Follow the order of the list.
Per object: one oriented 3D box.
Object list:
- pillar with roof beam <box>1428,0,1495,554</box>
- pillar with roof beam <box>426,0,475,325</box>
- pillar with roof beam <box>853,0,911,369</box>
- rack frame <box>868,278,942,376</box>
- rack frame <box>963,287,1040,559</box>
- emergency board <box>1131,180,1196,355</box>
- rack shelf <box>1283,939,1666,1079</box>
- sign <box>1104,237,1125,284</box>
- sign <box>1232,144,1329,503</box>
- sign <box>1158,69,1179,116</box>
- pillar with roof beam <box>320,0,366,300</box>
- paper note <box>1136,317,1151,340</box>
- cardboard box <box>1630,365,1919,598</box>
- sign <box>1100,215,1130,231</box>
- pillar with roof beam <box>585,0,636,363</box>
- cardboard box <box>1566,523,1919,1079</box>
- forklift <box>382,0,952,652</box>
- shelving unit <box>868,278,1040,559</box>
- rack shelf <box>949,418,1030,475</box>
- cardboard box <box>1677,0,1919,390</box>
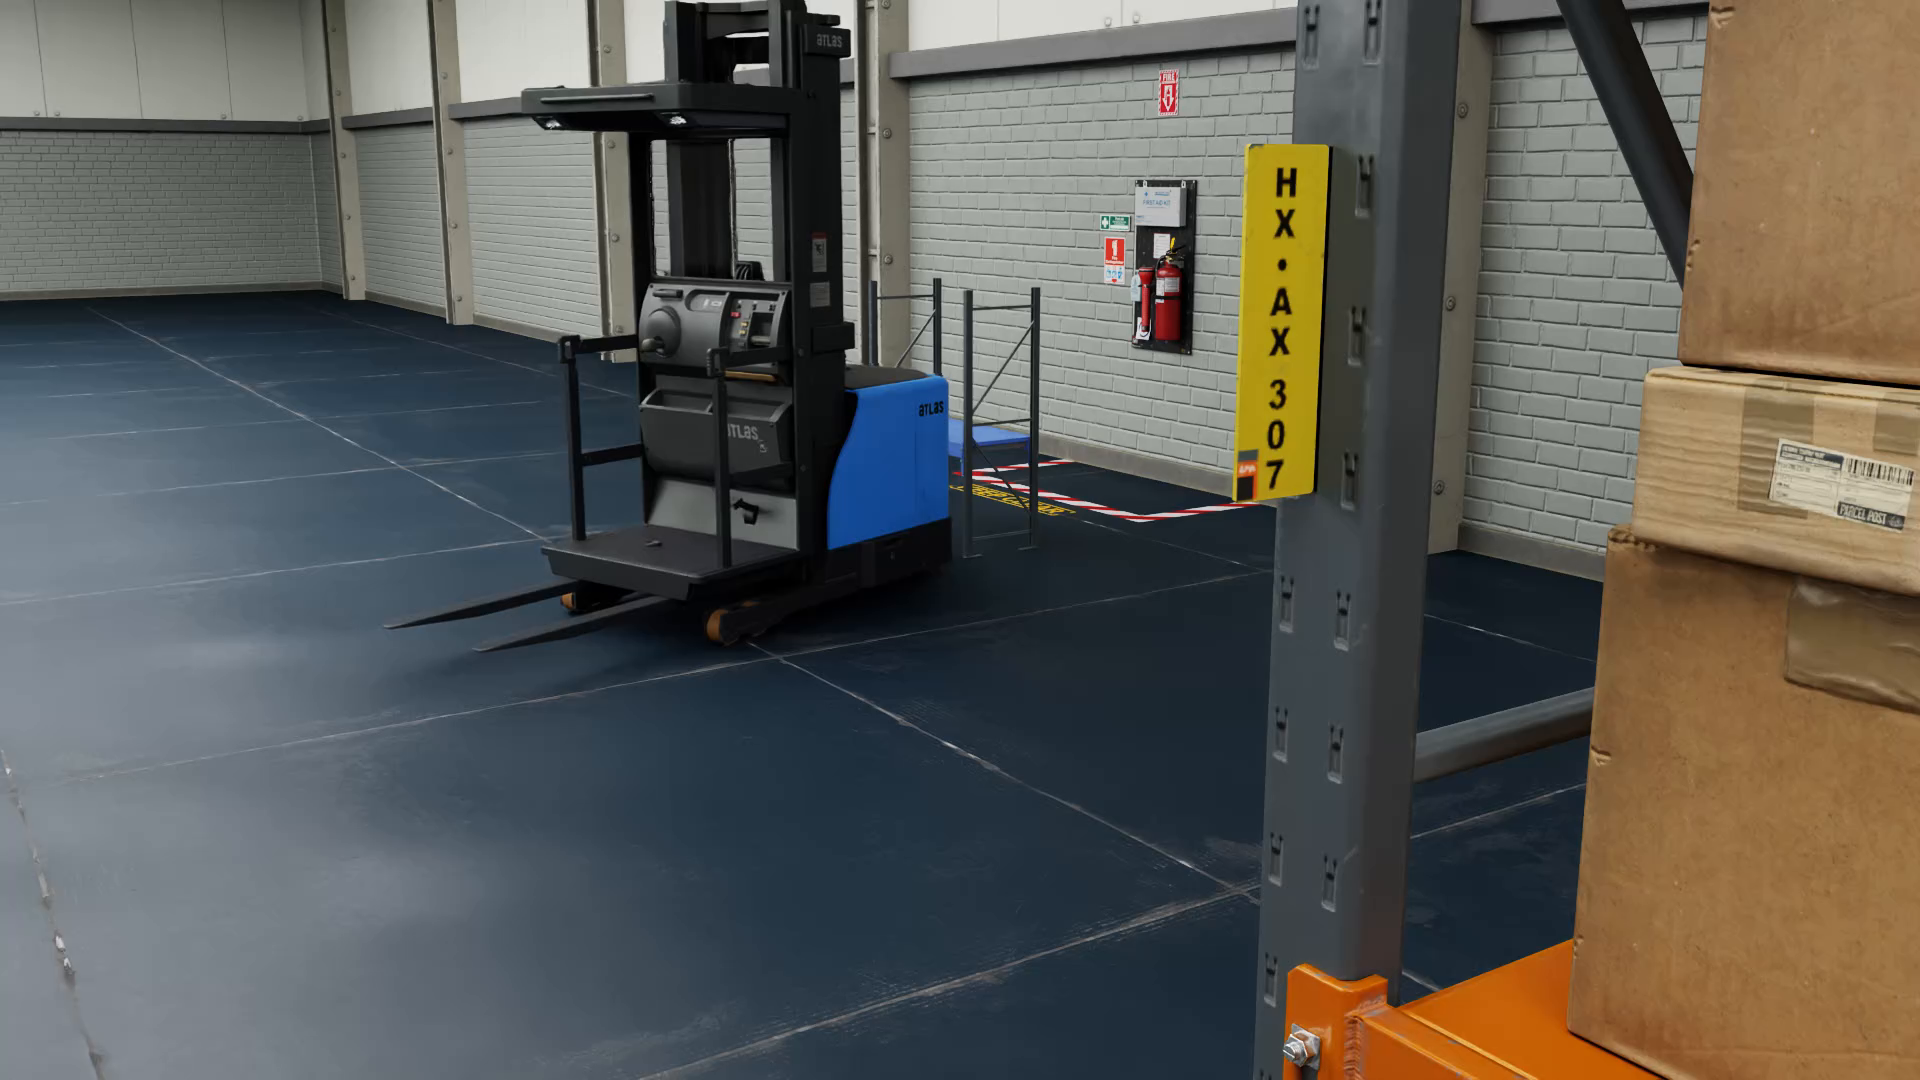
[{"bbox_3d":[-0.917,-3.855,6.426,9.100,9.000,0.400,-8,15,-33],"label":"pillar with roof beam"},{"bbox_3d":[-10.889,-7.056,21.065,9.100,9.000,0.400,-8,15,-33],"label":"pillar with roof beam"},{"bbox_3d":[-4.241,-4.922,11.306,9.100,9.000,0.400,-8,15,-33],"label":"pillar with roof beam"},{"bbox_3d":[-0.329,-0.838,10.184,0.500,1.500,0.032,-8,15,-33],"label":"rack frame"},{"bbox_3d":[0.234,-0.657,9.357,0.500,1.500,0.032,-8,15,-33],"label":"rack frame"},{"bbox_3d":[1.330,-1.878,11.428,0.194,1.169,0.643,-8,15,-33],"label":"emergency board"},{"bbox_3d":[1.870,0.905,0.385,1.077,0.370,4.000,-8,15,-33],"label":"rack shelf"},{"bbox_3d":[1.109,-2.006,11.929,0.001,0.329,0.234,-8,15,-33],"label":"sign"},{"bbox_3d":[0.296,-0.199,1.538,0.100,0.325,0.005,-8,15,-33],"label":"sign"},{"bbox_3d":[1.408,-3.024,11.241,0.001,0.298,0.199,-8,15,-33],"label":"sign"},{"bbox_3d":[-14.214,-8.123,25.945,9.100,9.000,0.400,-8,15,-33],"label":"pillar with roof beam"},{"bbox_3d":[1.289,-1.487,11.703,0.016,0.148,0.142,-8,15,-33],"label":"paper note"},{"bbox_3d":[0.800,-0.072,1.419,0.380,0.149,0.250,-8,15,-33],"label":"cardboard box"},{"bbox_3d":[1.104,-2.263,11.864,0.001,0.109,0.331,-8,15,-33],"label":"sign"},{"bbox_3d":[-7.565,-5.989,16.185,9.100,9.000,0.400,-8,15,-33],"label":"pillar with roof beam"},{"bbox_3d":[1.010,0.234,1.537,0.700,0.500,0.500,-8,15,-33],"label":"cardboard box"},{"bbox_3d":[-1.320,-1.066,7.873,1.130,2.935,3.031,9,15,35],"label":"forklift"},{"bbox_3d":[-0.047,-0.748,9.771,0.538,1.500,1.048,-8,15,-33],"label":"shelving unit"},{"bbox_3d":[-0.047,-0.572,9.809,0.538,0.185,1.000,-8,15,-33],"label":"rack shelf"},{"bbox_3d":[1.039,-0.391,1.356,0.700,0.500,0.500,-8,15,-33],"label":"cardboard box"}]
